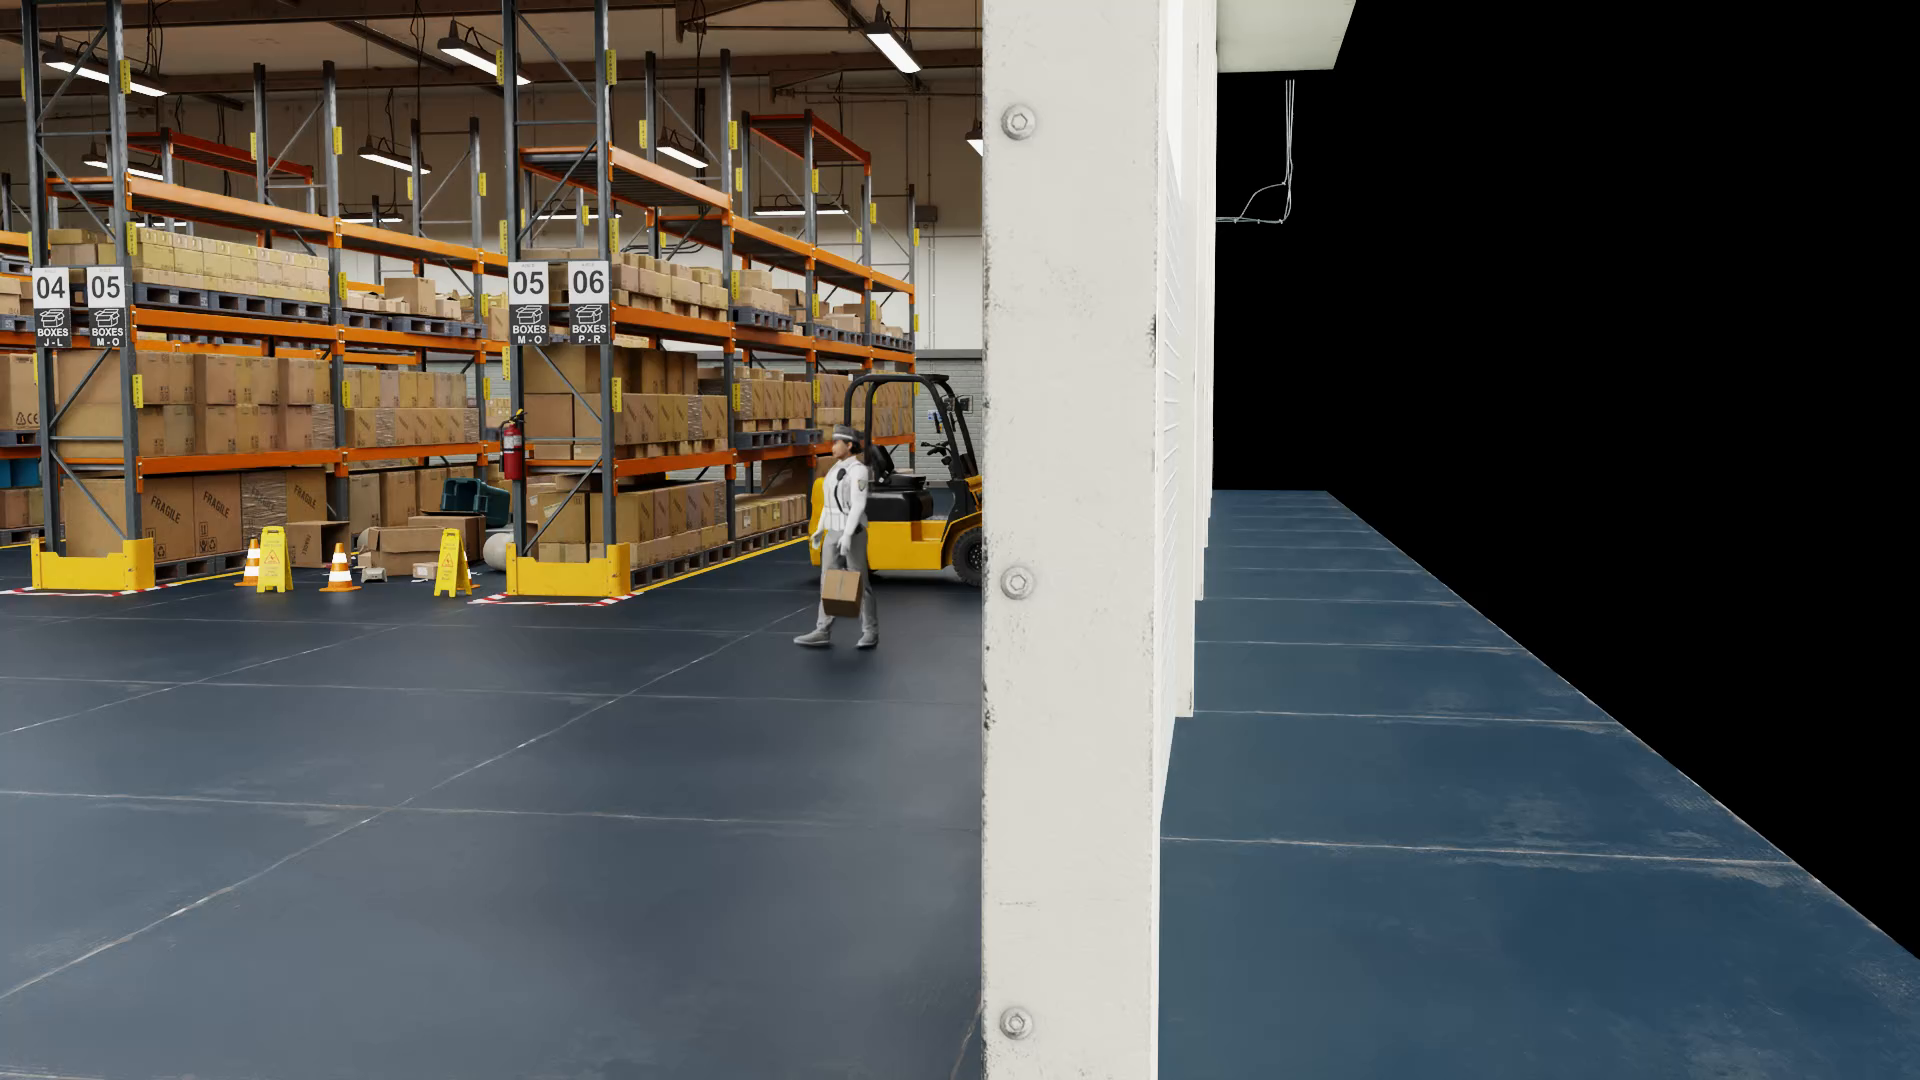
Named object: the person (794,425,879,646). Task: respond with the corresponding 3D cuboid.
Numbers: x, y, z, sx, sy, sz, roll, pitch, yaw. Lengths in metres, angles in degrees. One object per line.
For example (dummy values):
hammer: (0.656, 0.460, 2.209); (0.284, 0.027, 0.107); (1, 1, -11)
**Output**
person: (-0.926, -0.039, 12.608); (0.597, 1.672, 0.603); (-3, 6, -34)
